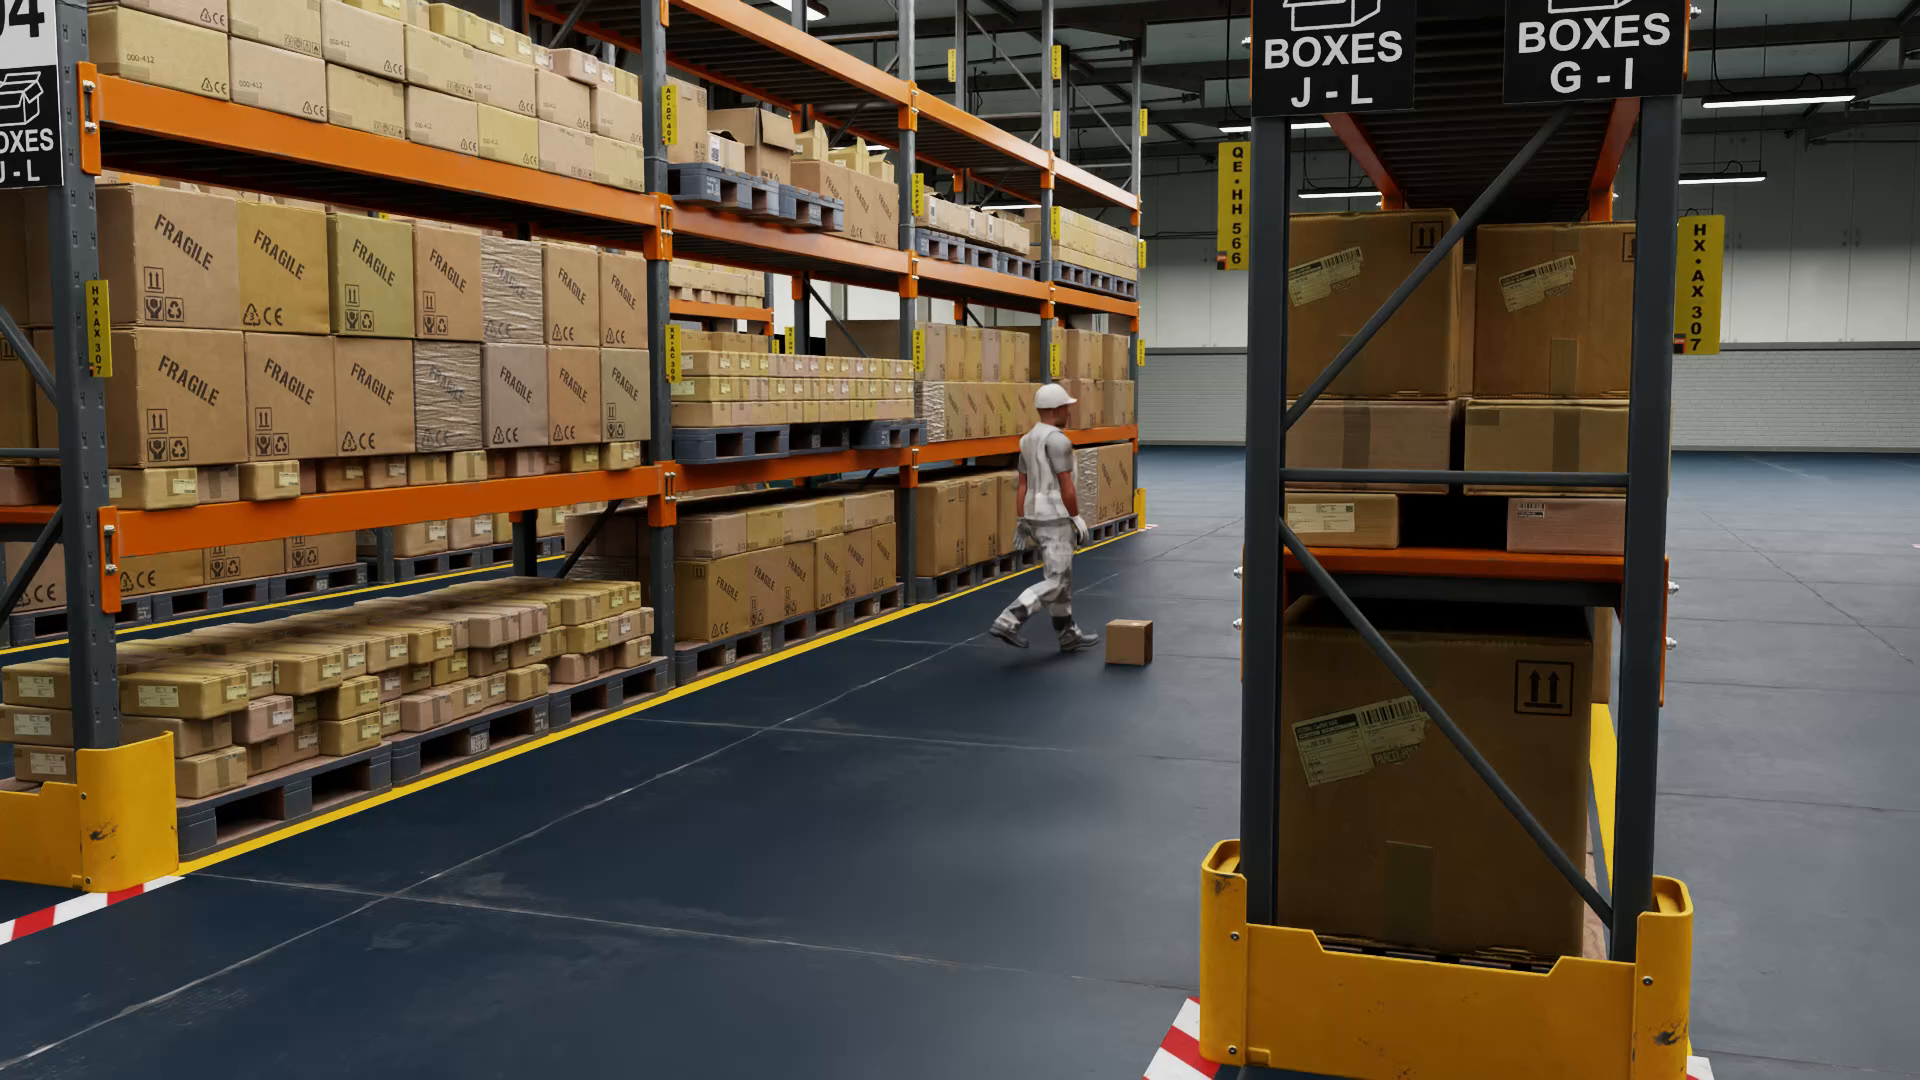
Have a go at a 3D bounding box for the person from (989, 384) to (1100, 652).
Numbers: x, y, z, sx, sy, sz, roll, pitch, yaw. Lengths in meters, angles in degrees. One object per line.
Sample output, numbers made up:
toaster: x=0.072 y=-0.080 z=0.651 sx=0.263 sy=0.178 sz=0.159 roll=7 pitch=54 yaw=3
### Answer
person: x=0.567 y=-0.117 z=10.680 sx=0.907 sy=1.764 sz=0.589 roll=-1 pitch=5 yaw=-16
